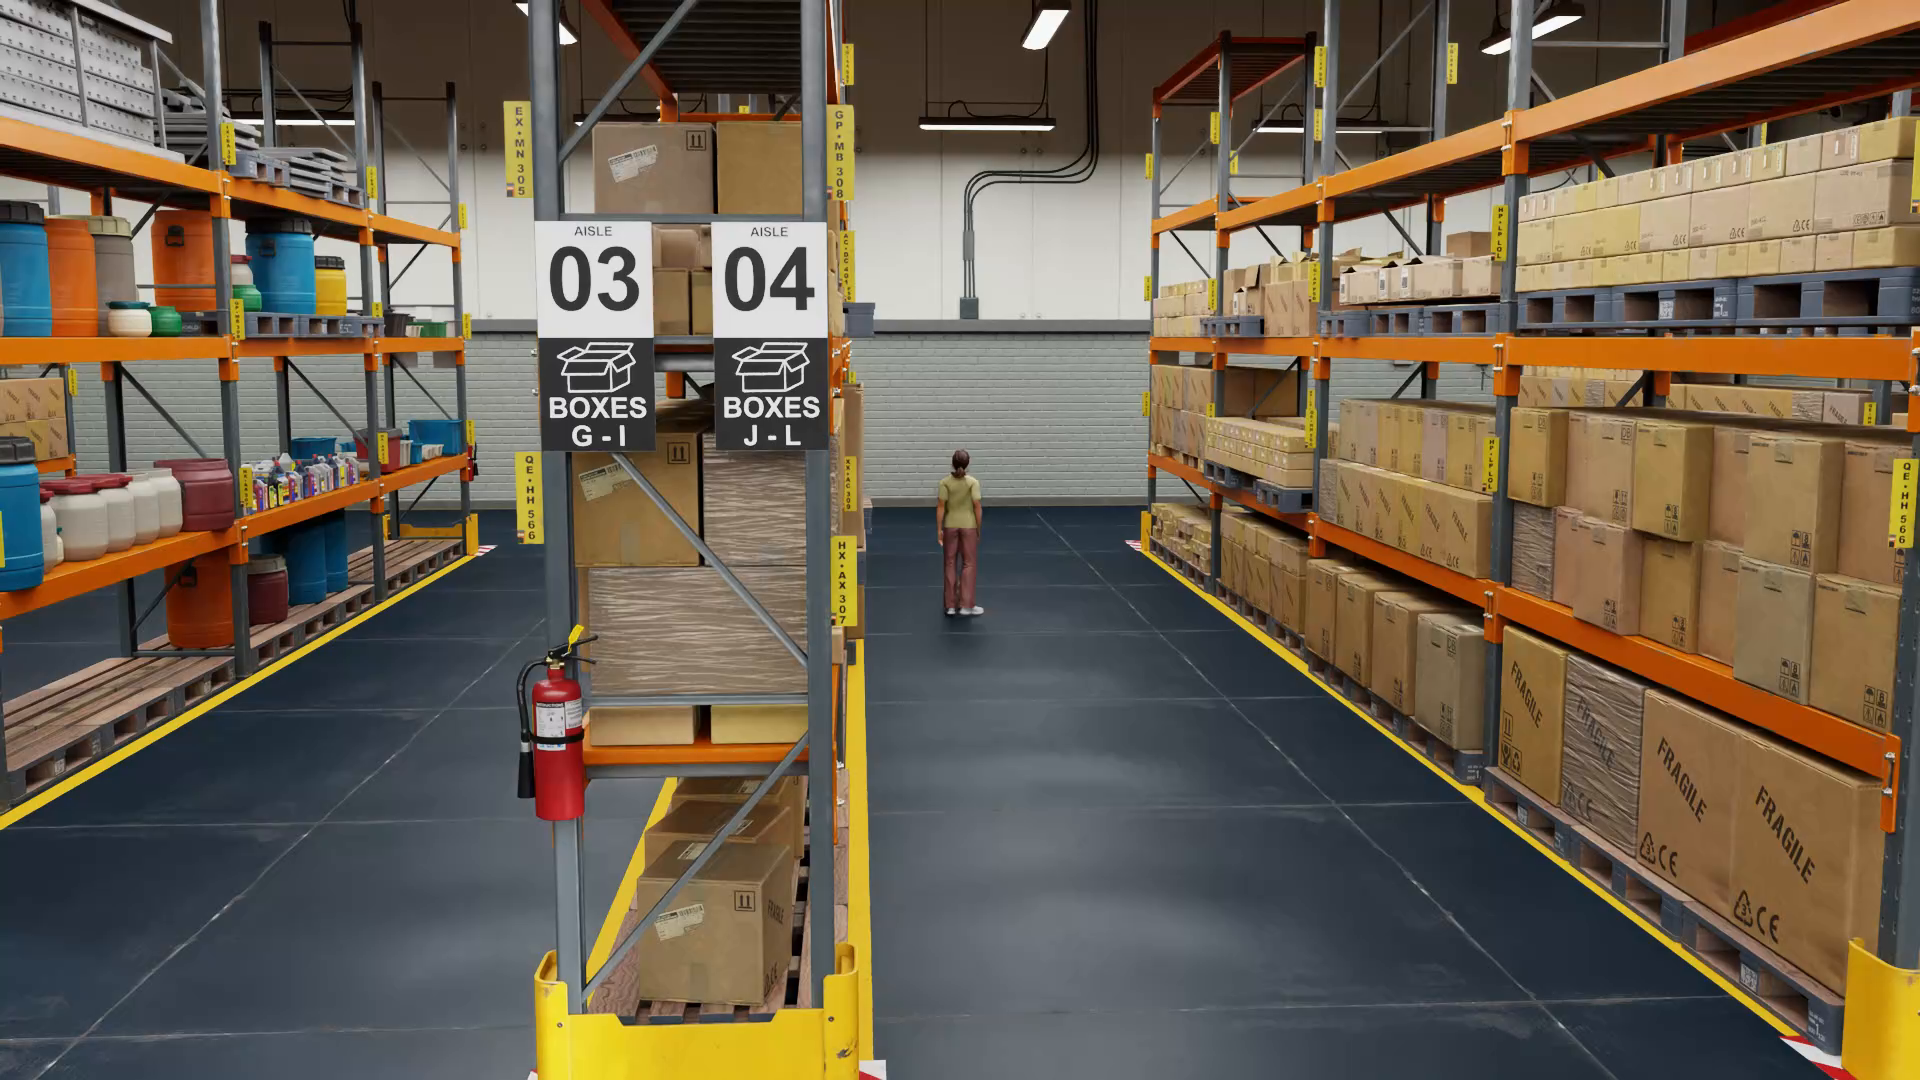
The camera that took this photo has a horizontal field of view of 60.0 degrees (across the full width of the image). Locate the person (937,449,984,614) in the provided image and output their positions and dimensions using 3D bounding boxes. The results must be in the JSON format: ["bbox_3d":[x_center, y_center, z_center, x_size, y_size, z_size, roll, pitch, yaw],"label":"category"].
[{"bbox_3d":[0.004,-0.082,16.782,0.470,1.671,0.403,0,7,4],"label":"person"}]
